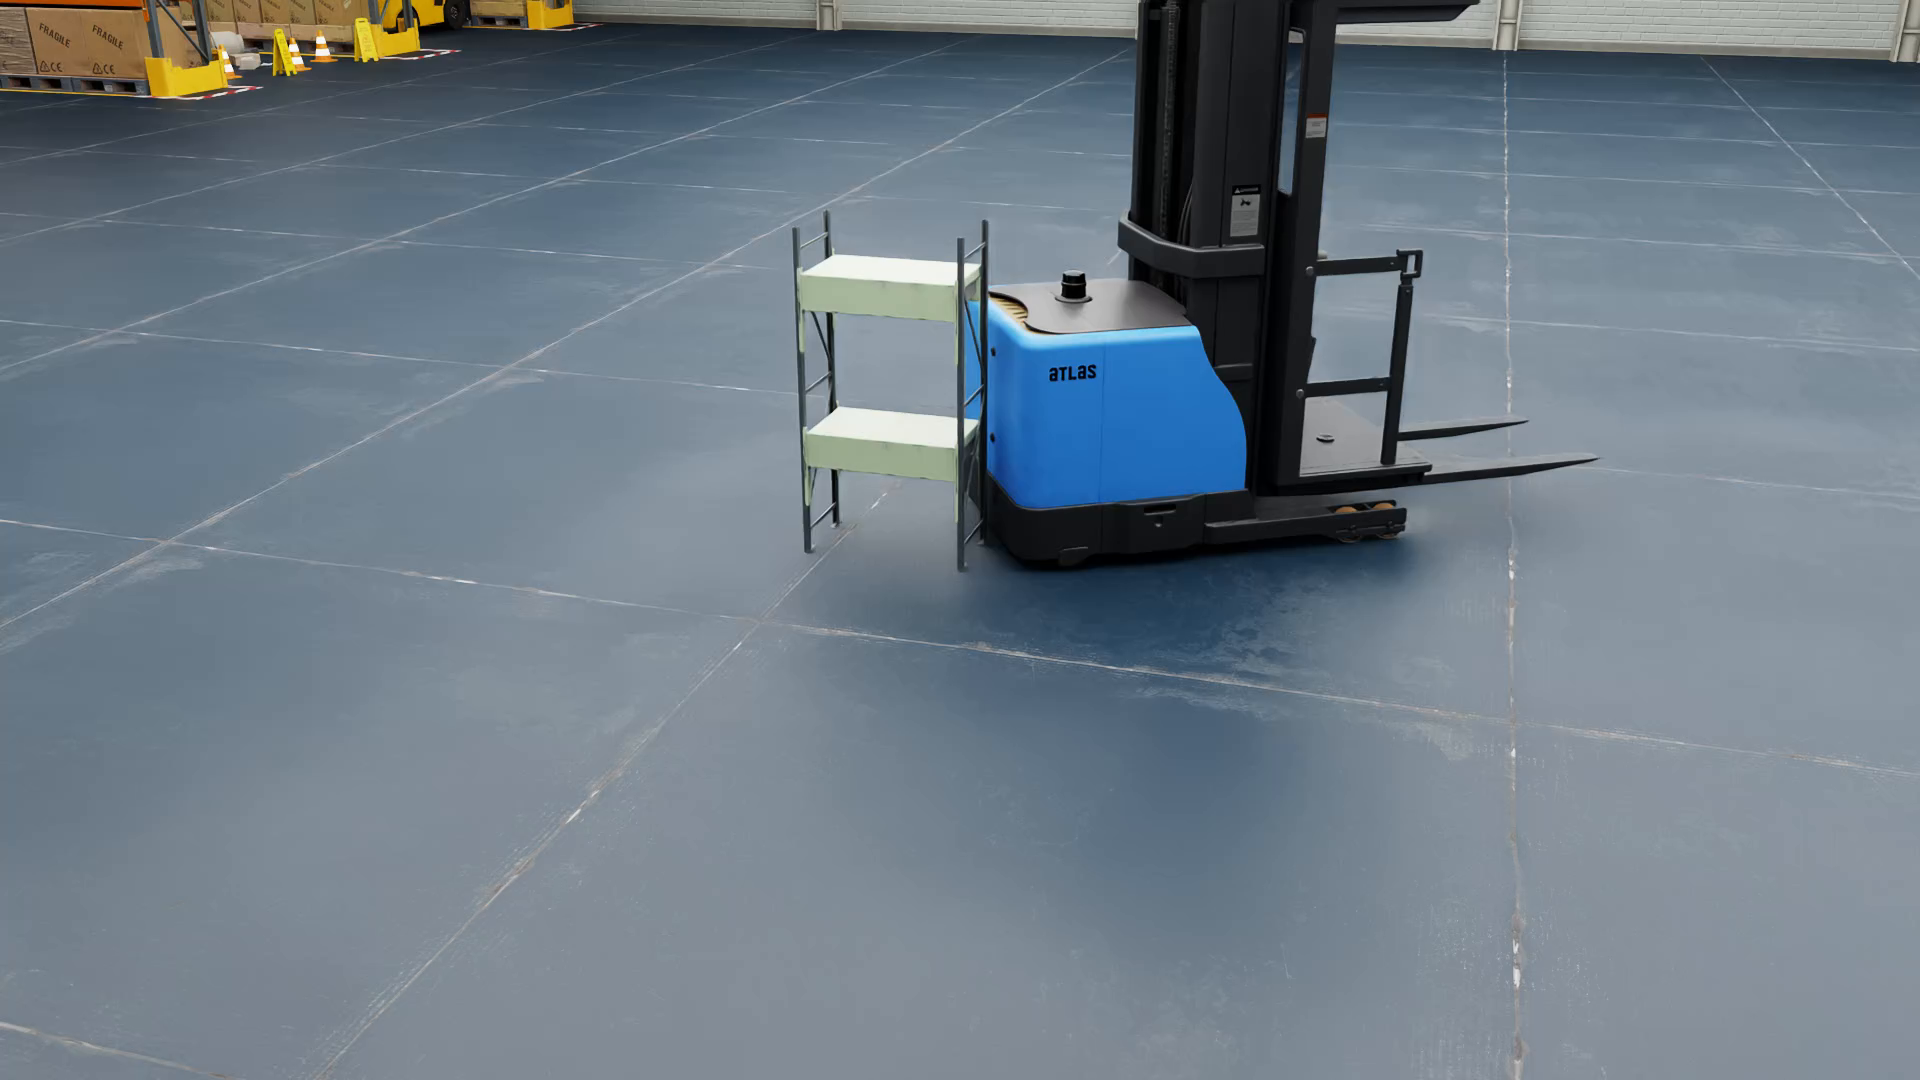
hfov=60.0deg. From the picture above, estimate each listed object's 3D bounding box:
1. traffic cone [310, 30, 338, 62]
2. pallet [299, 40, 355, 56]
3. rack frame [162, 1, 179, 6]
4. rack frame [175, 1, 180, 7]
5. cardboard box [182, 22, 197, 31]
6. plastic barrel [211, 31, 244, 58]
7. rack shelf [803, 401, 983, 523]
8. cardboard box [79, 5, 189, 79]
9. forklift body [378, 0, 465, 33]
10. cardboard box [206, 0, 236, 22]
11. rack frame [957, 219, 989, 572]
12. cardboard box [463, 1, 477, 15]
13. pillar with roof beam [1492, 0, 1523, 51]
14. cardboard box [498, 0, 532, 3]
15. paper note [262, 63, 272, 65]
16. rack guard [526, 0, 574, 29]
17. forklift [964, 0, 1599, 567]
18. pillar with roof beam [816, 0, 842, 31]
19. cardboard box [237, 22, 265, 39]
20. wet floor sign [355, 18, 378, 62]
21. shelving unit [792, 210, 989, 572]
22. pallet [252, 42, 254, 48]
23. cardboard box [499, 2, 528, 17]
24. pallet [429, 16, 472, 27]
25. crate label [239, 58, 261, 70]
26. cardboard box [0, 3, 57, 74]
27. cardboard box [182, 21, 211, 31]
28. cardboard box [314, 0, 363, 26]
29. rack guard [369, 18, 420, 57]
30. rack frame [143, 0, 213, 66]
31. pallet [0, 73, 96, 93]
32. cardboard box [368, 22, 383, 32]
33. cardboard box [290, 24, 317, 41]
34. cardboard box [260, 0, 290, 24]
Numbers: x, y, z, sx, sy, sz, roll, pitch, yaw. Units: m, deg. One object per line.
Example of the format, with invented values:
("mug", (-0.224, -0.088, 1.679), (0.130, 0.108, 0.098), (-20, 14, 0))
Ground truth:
("traffic cone", (-9.975, -7.725, 25.993), (0.334, 0.463, 0.336), (7, 23, 16))
("pallet", (-10.031, -8.140, 27.337), (1.213, 0.211, 1.003), (7, 23, 16))
("rack frame", (-13.020, -9.759, 27.608), (0.127, 3.000, 1.000), (7, 23, 16))
("rack frame", (-15.419, -12.001, 33.075), (0.127, 3.000, 1.000), (7, 23, 16))
("cardboard box", (-12.387, -7.992, 26.590), (0.500, 0.500, 0.500), (-14, 26, -30))
("plastic barrel", (-11.605, -7.805, 26.239), (0.512, 0.421, 0.421), (-14, 26, -30))
("rack shelf", (-0.294, -0.362, 7.535), (0.720, 0.370, 0.431), (7, 23, 16))
("cardboard box", (-11.192, -6.772, 22.574), (0.875, 0.875, 0.875), (7, 23, 16))
("forklift body", (-10.103, -10.276, 29.989), (1.214, 2.155, 2.313), (7, 23, 16))
("cardboard box", (-12.017, -8.811, 27.379), (0.500, 0.500, 0.500), (8, 23, 18))
("rack frame", (0.056, -0.623, 7.312), (0.023, 1.500, 0.400), (7, 23, 16))
("cardboard box", (-9.251, -10.099, 31.508), (0.500, 0.250, 0.500), (7, 23, 16))
("pillar with roof beam", (7.823, -10.766, 22.159), (0.400, 9.000, 9.100), (7, 23, 16))
("cardboard box", (-8.316, -10.217, 31.137), (0.500, 0.250, 0.500), (6, 23, 15))
("paper note", (-10.670, -7.327, 25.592), (0.142, 0.019, 0.148), (-1, 22, -3))
("rack guard", (-7.737, -9.965, 31.405), (0.348, 0.500, 1.175), (7, 23, 16))
("forklift", (1.592, -1.529, 7.635), (3.031, 2.935, 1.130), (-6, 23, -14))
("pillar with roof beam", (-3.666, -12.082, 25.366), (0.400, 9.000, 9.100), (7, 23, 16))
("cardboard box", (-11.510, -8.407, 27.381), (0.500, 0.250, 0.500), (6, 23, 15))
("wet floor sign", (-9.318, -7.821, 25.987), (0.232, 0.644, 0.267), (16, 27, 34))
("shelving unit", (-0.294, -0.663, 7.411), (0.755, 1.500, 0.431), (7, 23, 16))
("pallet", (-12.367, -8.408, 27.989), (1.213, 0.211, 1.003), (7, 23, 16))
("cardboard box", (-8.301, -9.983, 31.225), (0.500, 0.250, 0.500), (7, 23, 16))
("pallet", (-9.669, -10.037, 31.961), (1.213, 0.211, 1.003), (7, 23, 15))
("crate label", (-10.740, -7.197, 25.136), (0.298, 0.136, 0.250), (-5, 23, -12))
("cardboard box", (-12.907, -6.969, 23.053), (0.875, 0.875, 0.875), (7, 23, 16))
("cardboard box", (-12.533, -8.518, 27.653), (0.500, 0.250, 0.500), (5, 23, 13))
("cardboard box", (-10.033, -8.582, 26.822), (0.500, 0.500, 0.500), (7, 23, 16))
("rack guard", (-9.263, -8.172, 27.034), (0.348, 0.500, 1.175), (7, 23, 16))
("rack frame", (-10.523, -7.511, 22.128), (0.127, 3.000, 1.000), (7, 23, 16))
("pallet", (-12.476, -6.414, 23.129), (1.213, 0.211, 1.003), (7, 23, 15))
("cardboard box", (-9.883, -8.431, 27.442), (0.500, 0.250, 0.500), (6, 23, 15))
("cardboard box", (-10.536, -8.293, 27.104), (0.500, 0.250, 0.500), (7, 23, 16))
("cardboard box", (-11.014, -8.696, 27.100), (0.500, 0.500, 0.500), (6, 23, 14))
